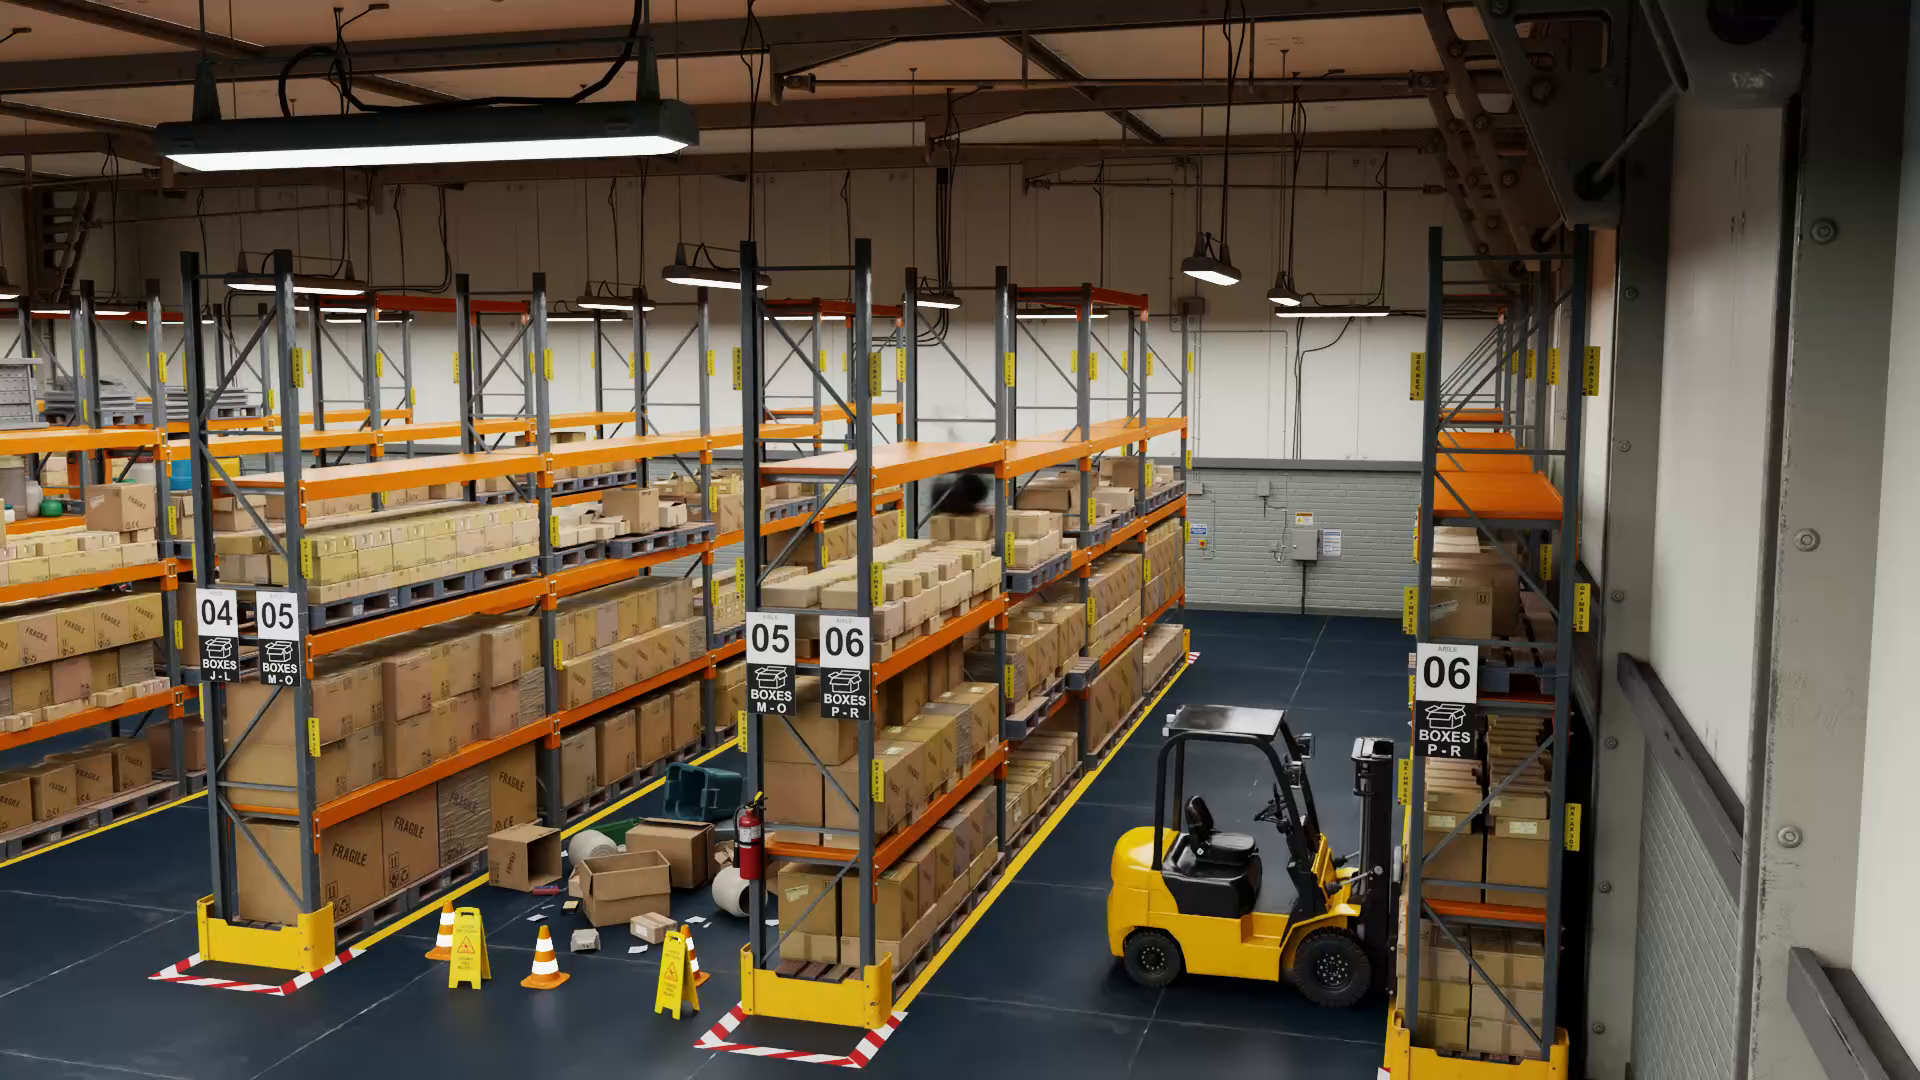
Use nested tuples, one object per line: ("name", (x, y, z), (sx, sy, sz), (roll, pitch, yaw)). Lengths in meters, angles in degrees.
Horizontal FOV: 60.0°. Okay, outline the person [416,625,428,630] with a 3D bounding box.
("person", (-7.001, 1.895, 21.489), (0.671, 1.798, 0.728), (1, 6, 7))
